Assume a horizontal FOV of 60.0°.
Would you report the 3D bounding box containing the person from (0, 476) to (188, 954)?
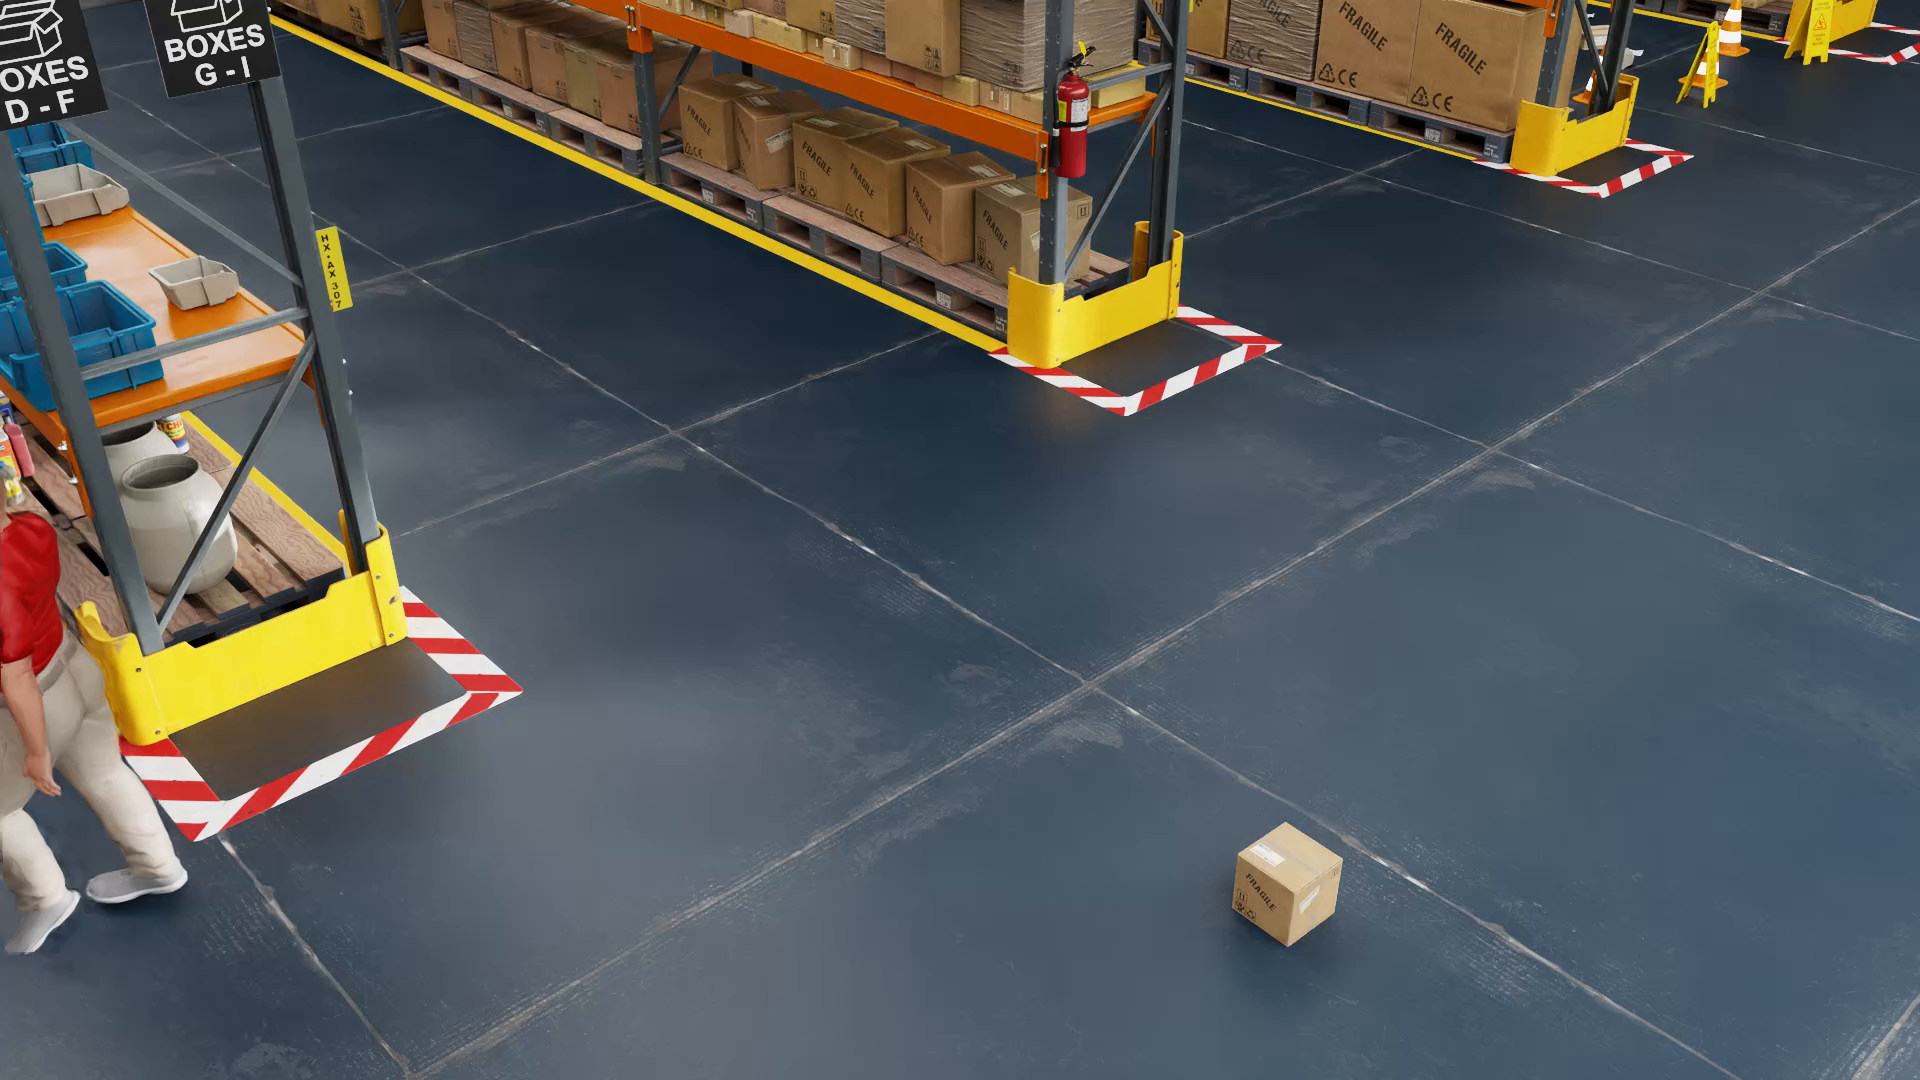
[{"bbox_3d":[-2.958,0.554,5.294,0.566,1.807,0.588,-2,32,-3],"label":"person"}]
